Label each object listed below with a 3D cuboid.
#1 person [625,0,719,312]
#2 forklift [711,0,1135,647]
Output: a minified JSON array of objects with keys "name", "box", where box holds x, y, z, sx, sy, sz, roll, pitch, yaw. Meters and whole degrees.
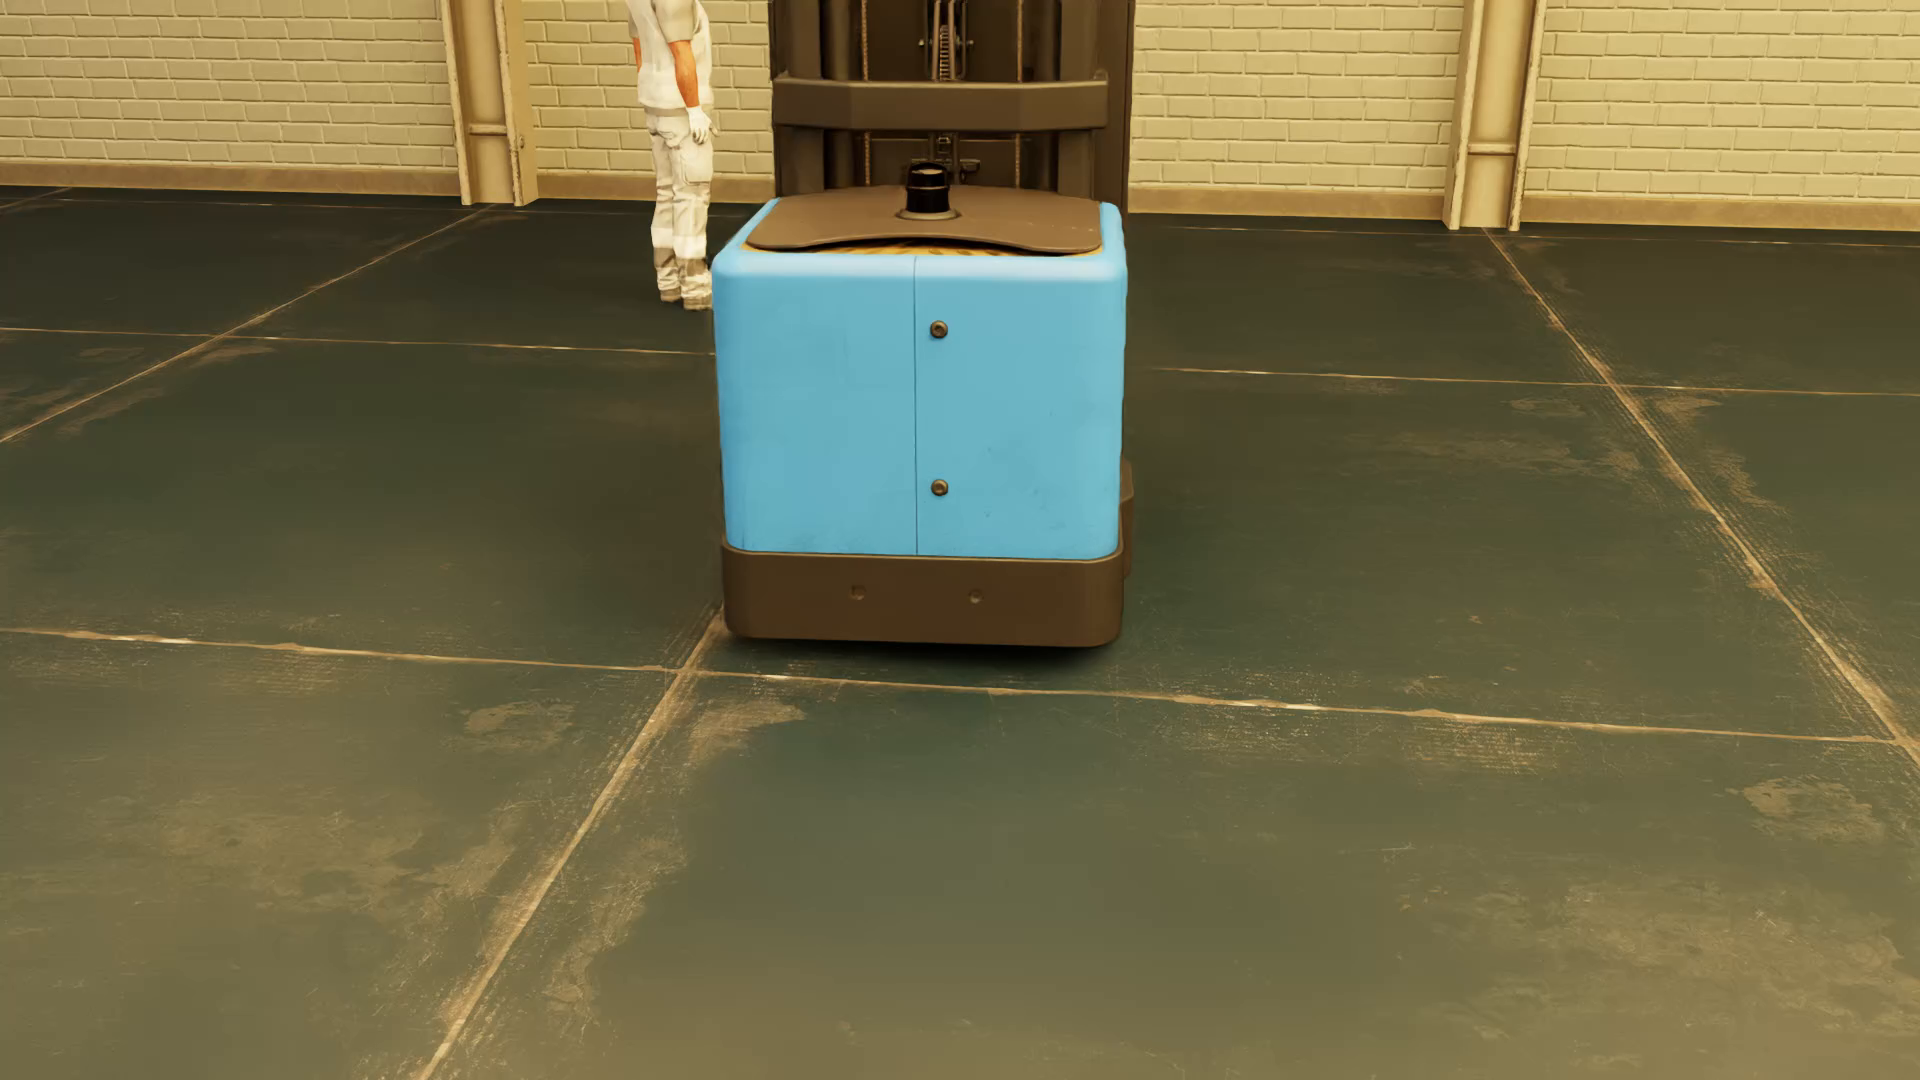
[{"name":"person","box":[-1.288,-1.980,7.700,0.374,1.794,0.535,-13,26,-30]},{"name":"forklift","box":[-0.009,-1.590,5.201,1.130,2.935,3.031,1,22,4]}]
